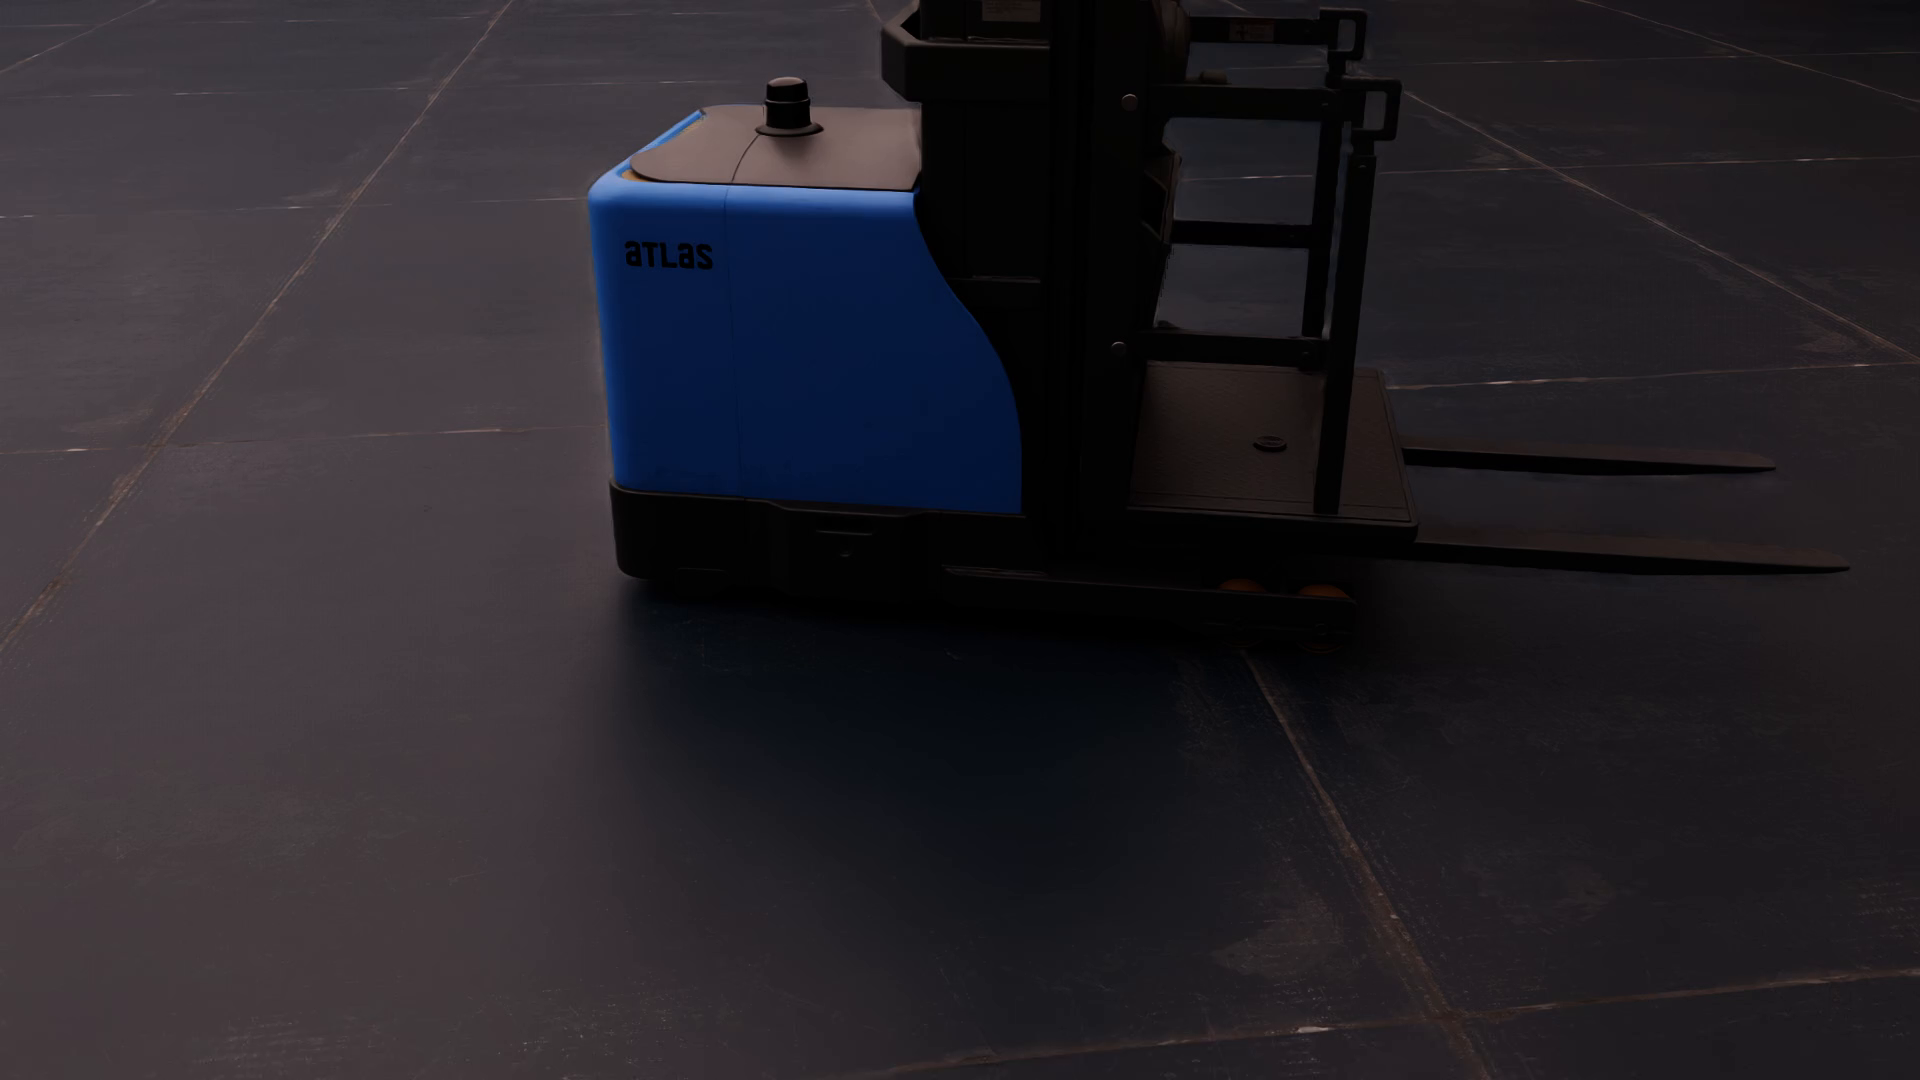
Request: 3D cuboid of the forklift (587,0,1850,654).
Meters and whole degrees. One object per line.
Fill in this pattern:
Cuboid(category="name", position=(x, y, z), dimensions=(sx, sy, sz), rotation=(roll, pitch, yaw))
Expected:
Cuboid(category="forklift", position=(0.670, -1.292, 3.910), dimensions=(3.031, 2.935, 1.130), rotation=(4, 26, 8))
